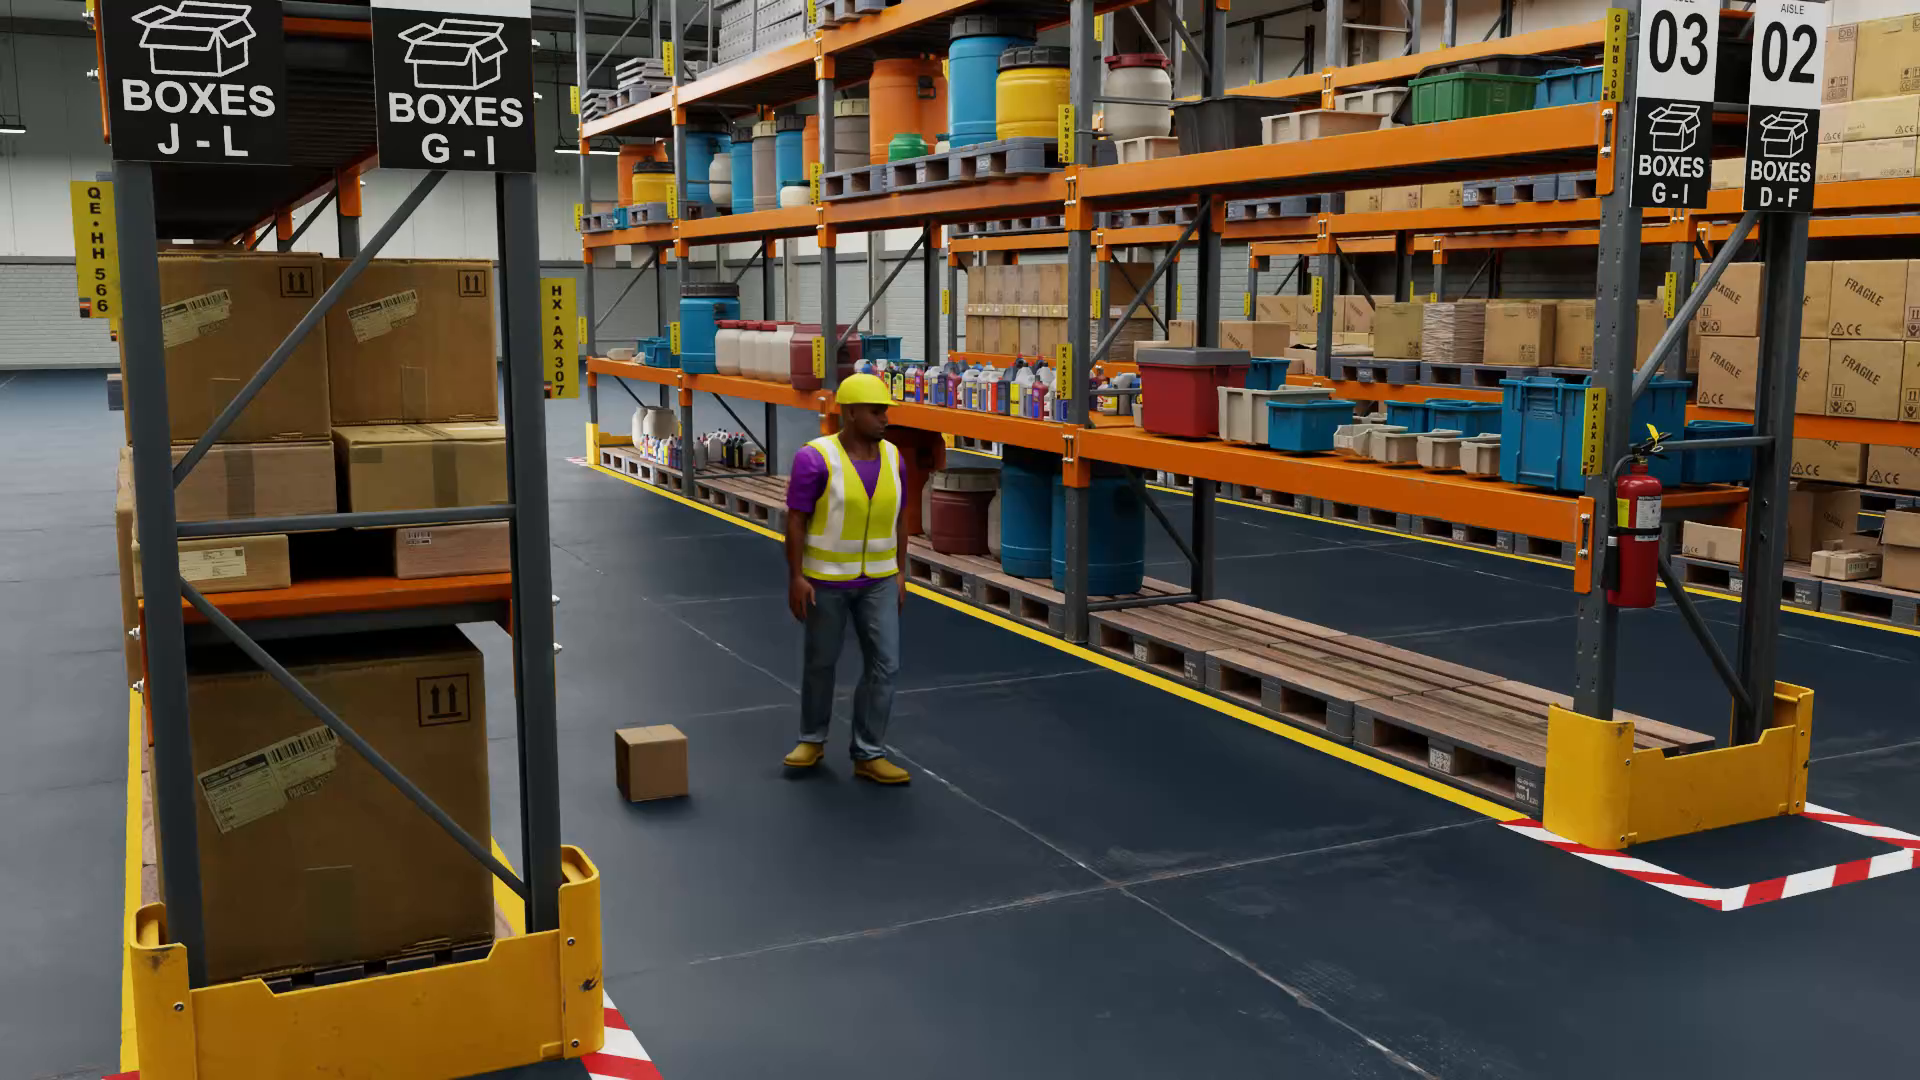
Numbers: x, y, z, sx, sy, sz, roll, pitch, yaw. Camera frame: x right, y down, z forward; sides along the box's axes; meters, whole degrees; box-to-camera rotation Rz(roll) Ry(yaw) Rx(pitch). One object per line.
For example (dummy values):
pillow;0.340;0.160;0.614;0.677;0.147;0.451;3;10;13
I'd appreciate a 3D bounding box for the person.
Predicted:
person;-0.491;0.130;7.208;0.590;1.693;0.508;-4;9;-27
